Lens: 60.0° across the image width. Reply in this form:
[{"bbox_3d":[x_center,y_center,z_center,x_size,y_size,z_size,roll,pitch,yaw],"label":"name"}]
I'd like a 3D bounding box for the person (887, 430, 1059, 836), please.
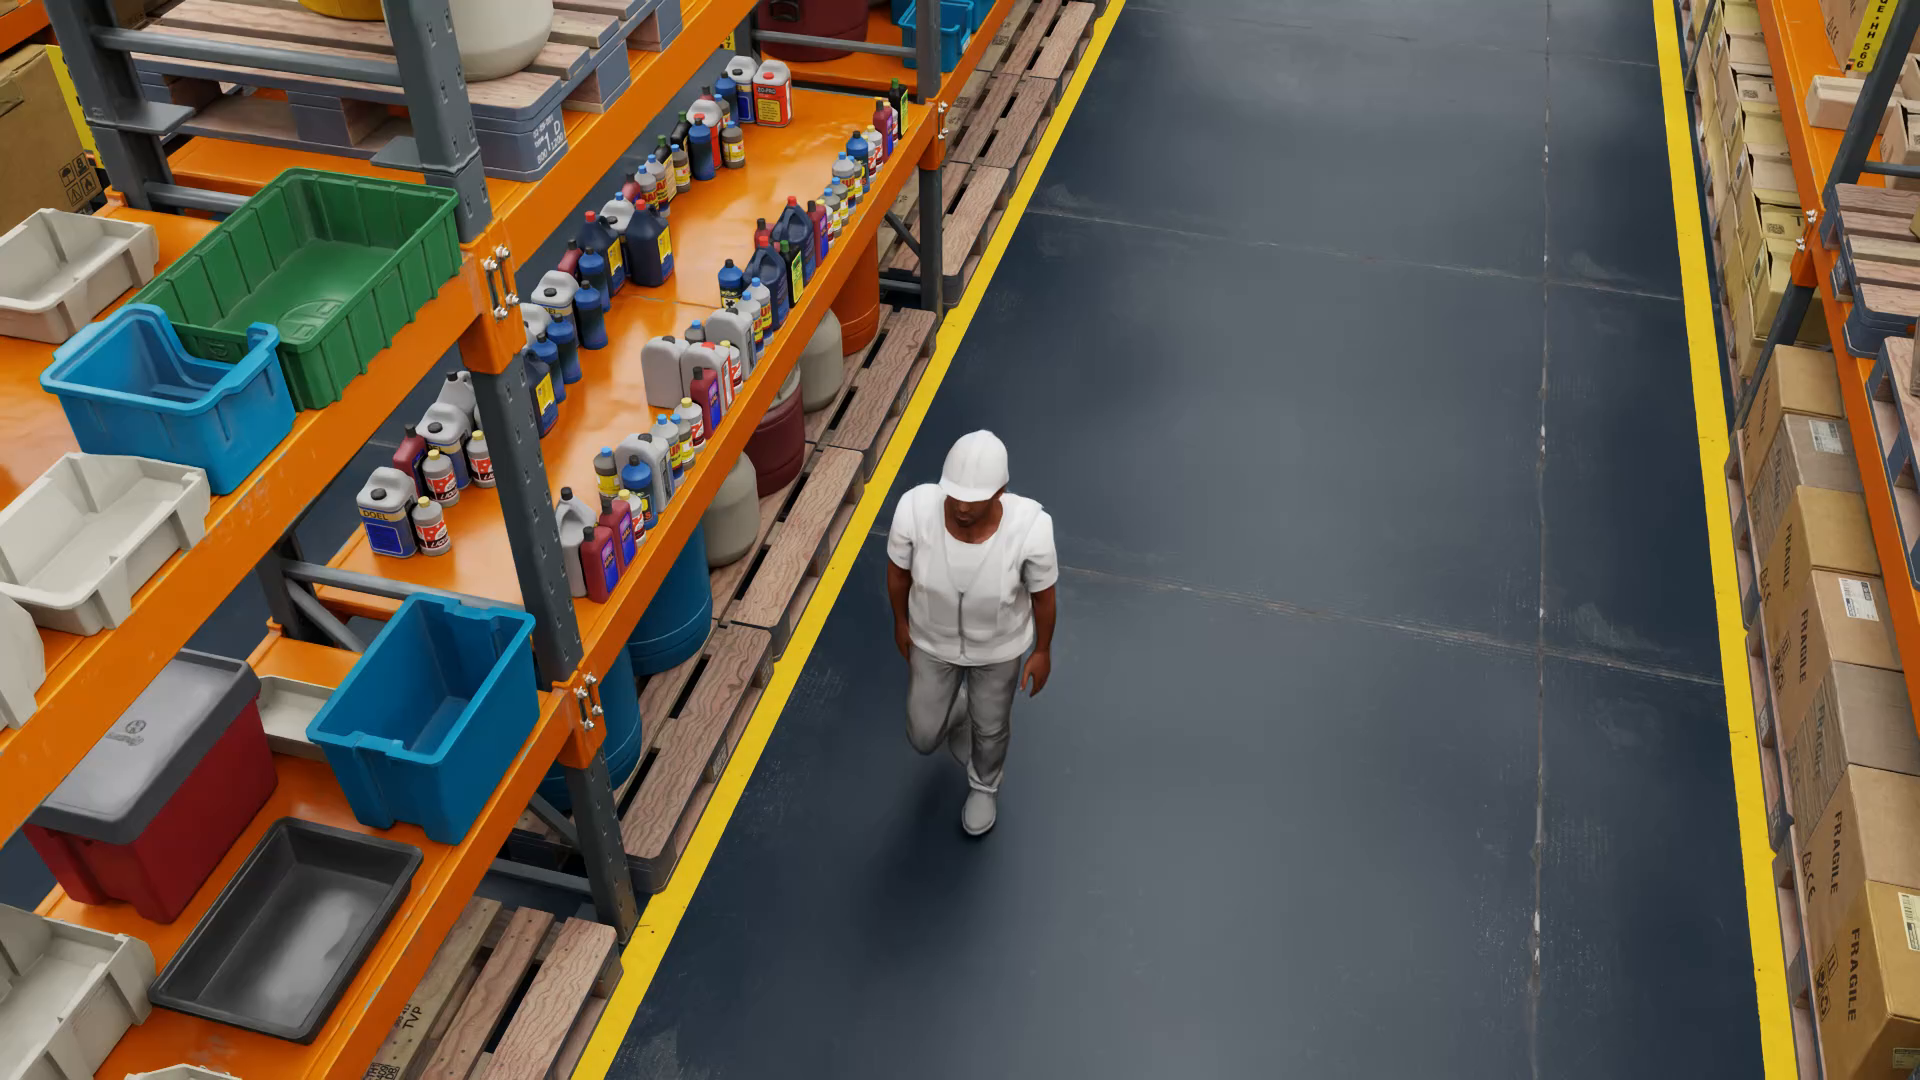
[{"bbox_3d":[0.041,0.304,5.748,0.585,1.757,0.531,6,41,7],"label":"person"}]
